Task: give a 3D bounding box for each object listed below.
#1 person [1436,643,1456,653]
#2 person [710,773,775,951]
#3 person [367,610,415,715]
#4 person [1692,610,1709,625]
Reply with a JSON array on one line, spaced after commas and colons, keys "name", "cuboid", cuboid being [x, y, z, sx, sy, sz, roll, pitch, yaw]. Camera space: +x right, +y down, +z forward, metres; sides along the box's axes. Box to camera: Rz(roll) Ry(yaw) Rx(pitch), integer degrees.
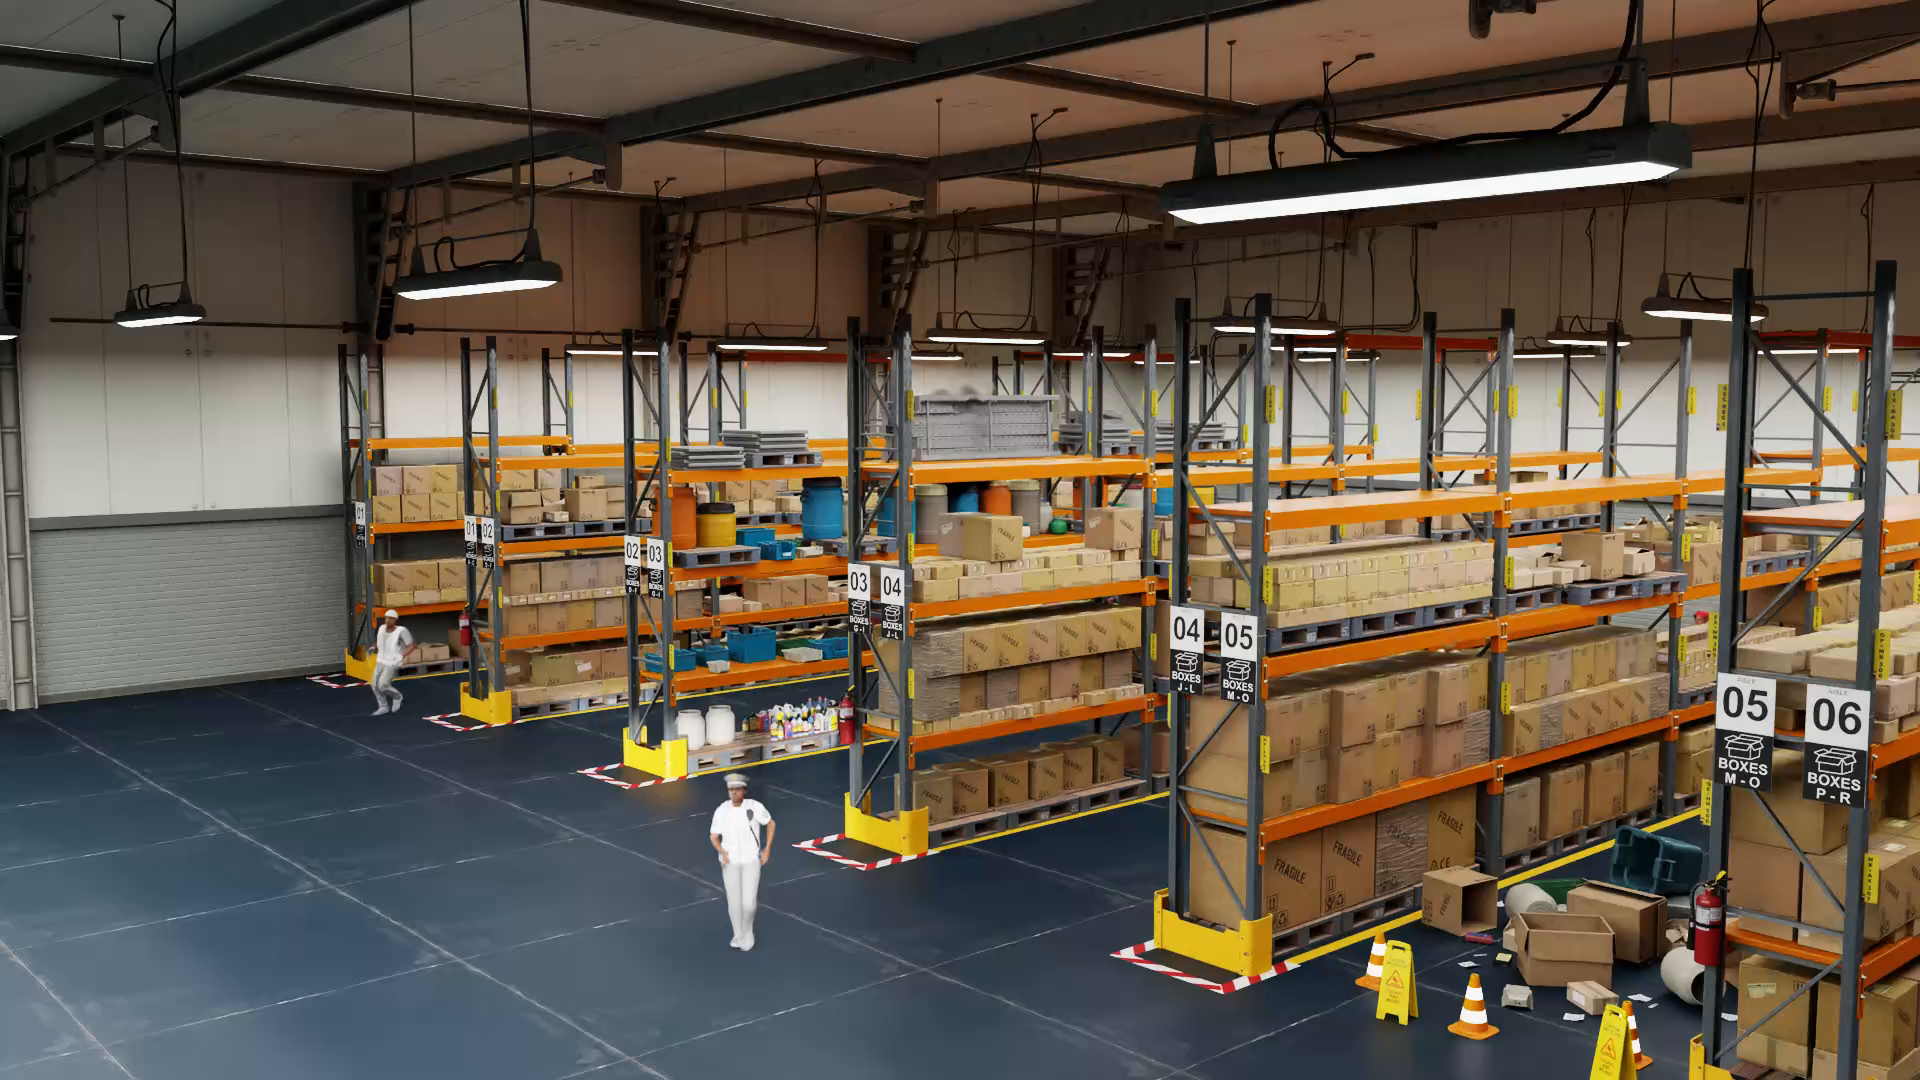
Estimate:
[{"name": "person", "cuboid": [6.796, 2.185, 23.177, 0.720, 1.777, 0.961, 4, 7, 41]}, {"name": "person", "cuboid": [-2.013, 2.960, 15.298, 0.579, 1.662, 0.603, 0, 5, 0]}, {"name": "person", "cuboid": [-9.074, 1.952, 26.415, 0.683, 1.698, 0.564, 2, 6, 25]}, {"name": "person", "cuboid": [11.475, 1.972, 25.653, 0.859, 1.790, 0.653, -4, 7, -39]}]
